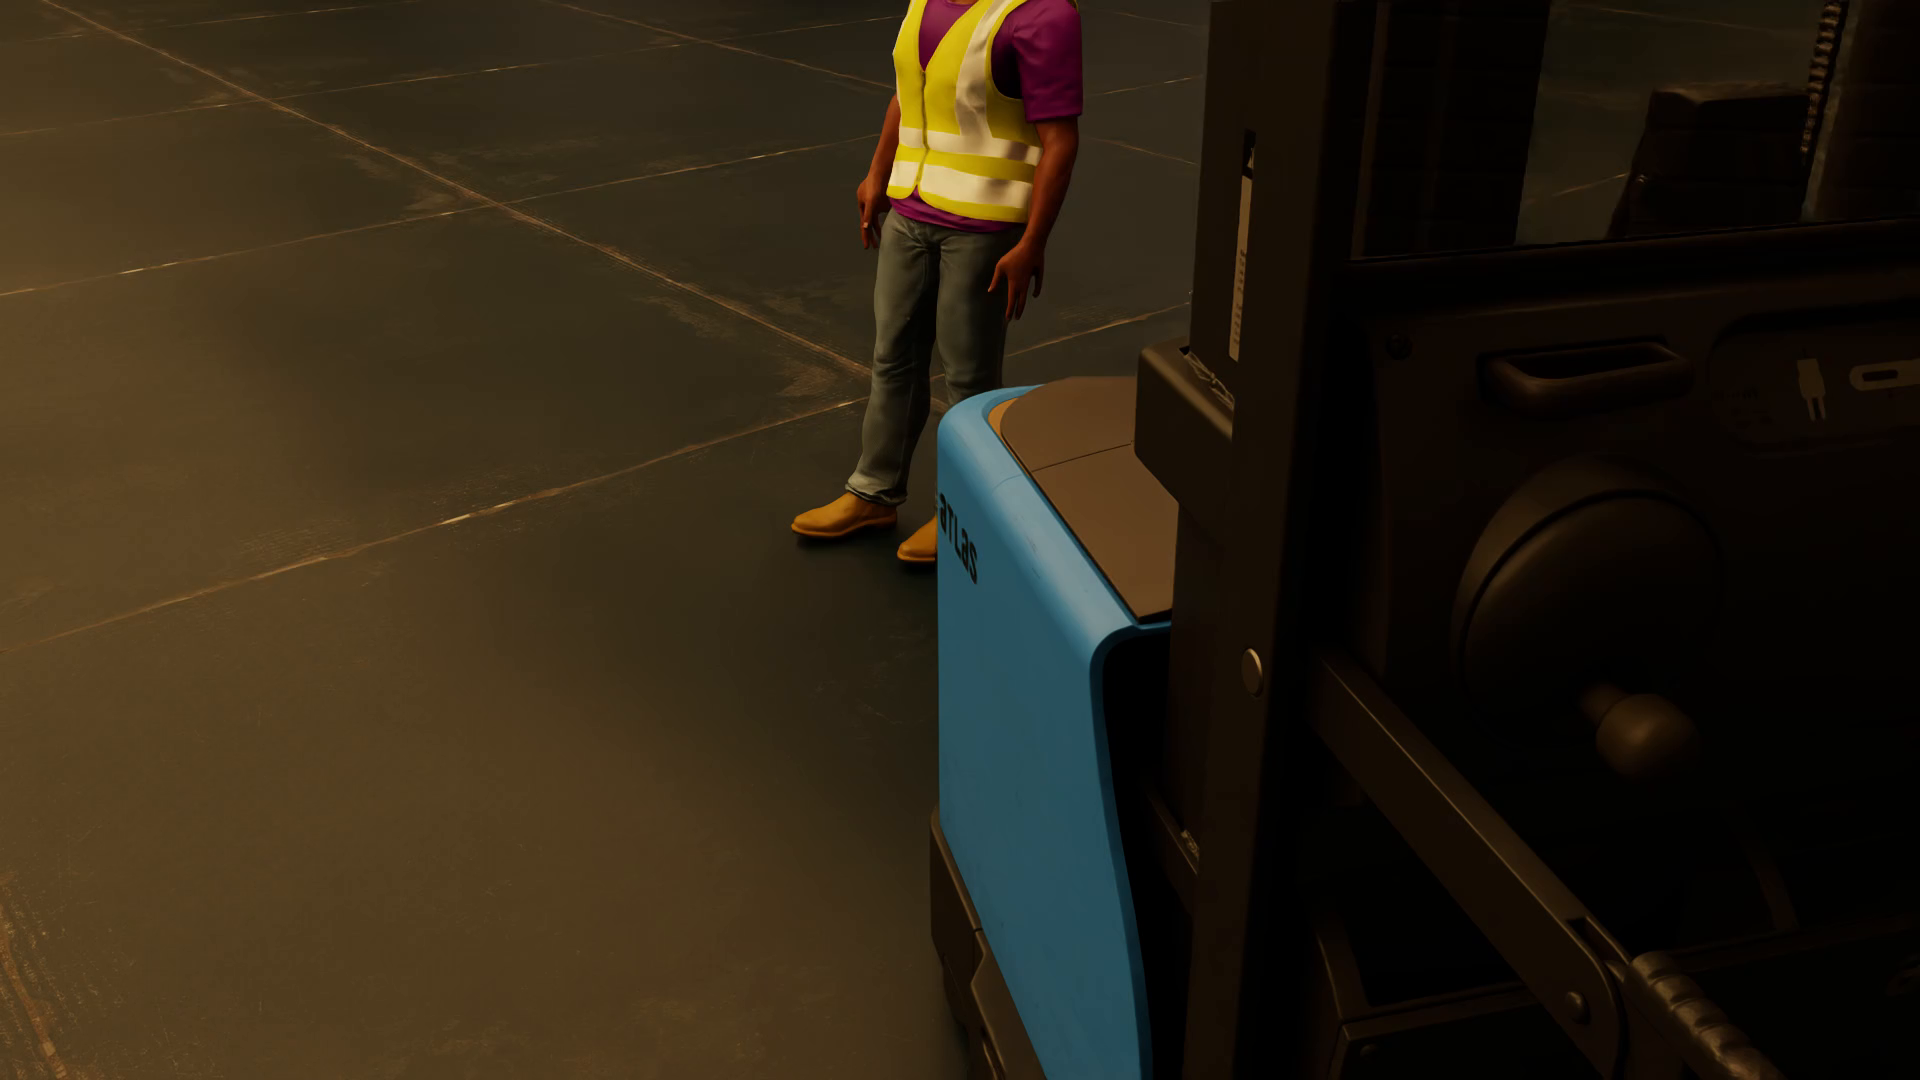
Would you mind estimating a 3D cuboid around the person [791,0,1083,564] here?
[{"bbox_3d":[-0.057,-0.780,4.070,0.577,1.765,0.666,-20,33,-35],"label":"person"}]

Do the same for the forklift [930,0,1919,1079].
[{"bbox_3d":[0.821,0.000,1.203,1.130,2.935,3.031,-7,27,-13],"label":"forklift"}]
